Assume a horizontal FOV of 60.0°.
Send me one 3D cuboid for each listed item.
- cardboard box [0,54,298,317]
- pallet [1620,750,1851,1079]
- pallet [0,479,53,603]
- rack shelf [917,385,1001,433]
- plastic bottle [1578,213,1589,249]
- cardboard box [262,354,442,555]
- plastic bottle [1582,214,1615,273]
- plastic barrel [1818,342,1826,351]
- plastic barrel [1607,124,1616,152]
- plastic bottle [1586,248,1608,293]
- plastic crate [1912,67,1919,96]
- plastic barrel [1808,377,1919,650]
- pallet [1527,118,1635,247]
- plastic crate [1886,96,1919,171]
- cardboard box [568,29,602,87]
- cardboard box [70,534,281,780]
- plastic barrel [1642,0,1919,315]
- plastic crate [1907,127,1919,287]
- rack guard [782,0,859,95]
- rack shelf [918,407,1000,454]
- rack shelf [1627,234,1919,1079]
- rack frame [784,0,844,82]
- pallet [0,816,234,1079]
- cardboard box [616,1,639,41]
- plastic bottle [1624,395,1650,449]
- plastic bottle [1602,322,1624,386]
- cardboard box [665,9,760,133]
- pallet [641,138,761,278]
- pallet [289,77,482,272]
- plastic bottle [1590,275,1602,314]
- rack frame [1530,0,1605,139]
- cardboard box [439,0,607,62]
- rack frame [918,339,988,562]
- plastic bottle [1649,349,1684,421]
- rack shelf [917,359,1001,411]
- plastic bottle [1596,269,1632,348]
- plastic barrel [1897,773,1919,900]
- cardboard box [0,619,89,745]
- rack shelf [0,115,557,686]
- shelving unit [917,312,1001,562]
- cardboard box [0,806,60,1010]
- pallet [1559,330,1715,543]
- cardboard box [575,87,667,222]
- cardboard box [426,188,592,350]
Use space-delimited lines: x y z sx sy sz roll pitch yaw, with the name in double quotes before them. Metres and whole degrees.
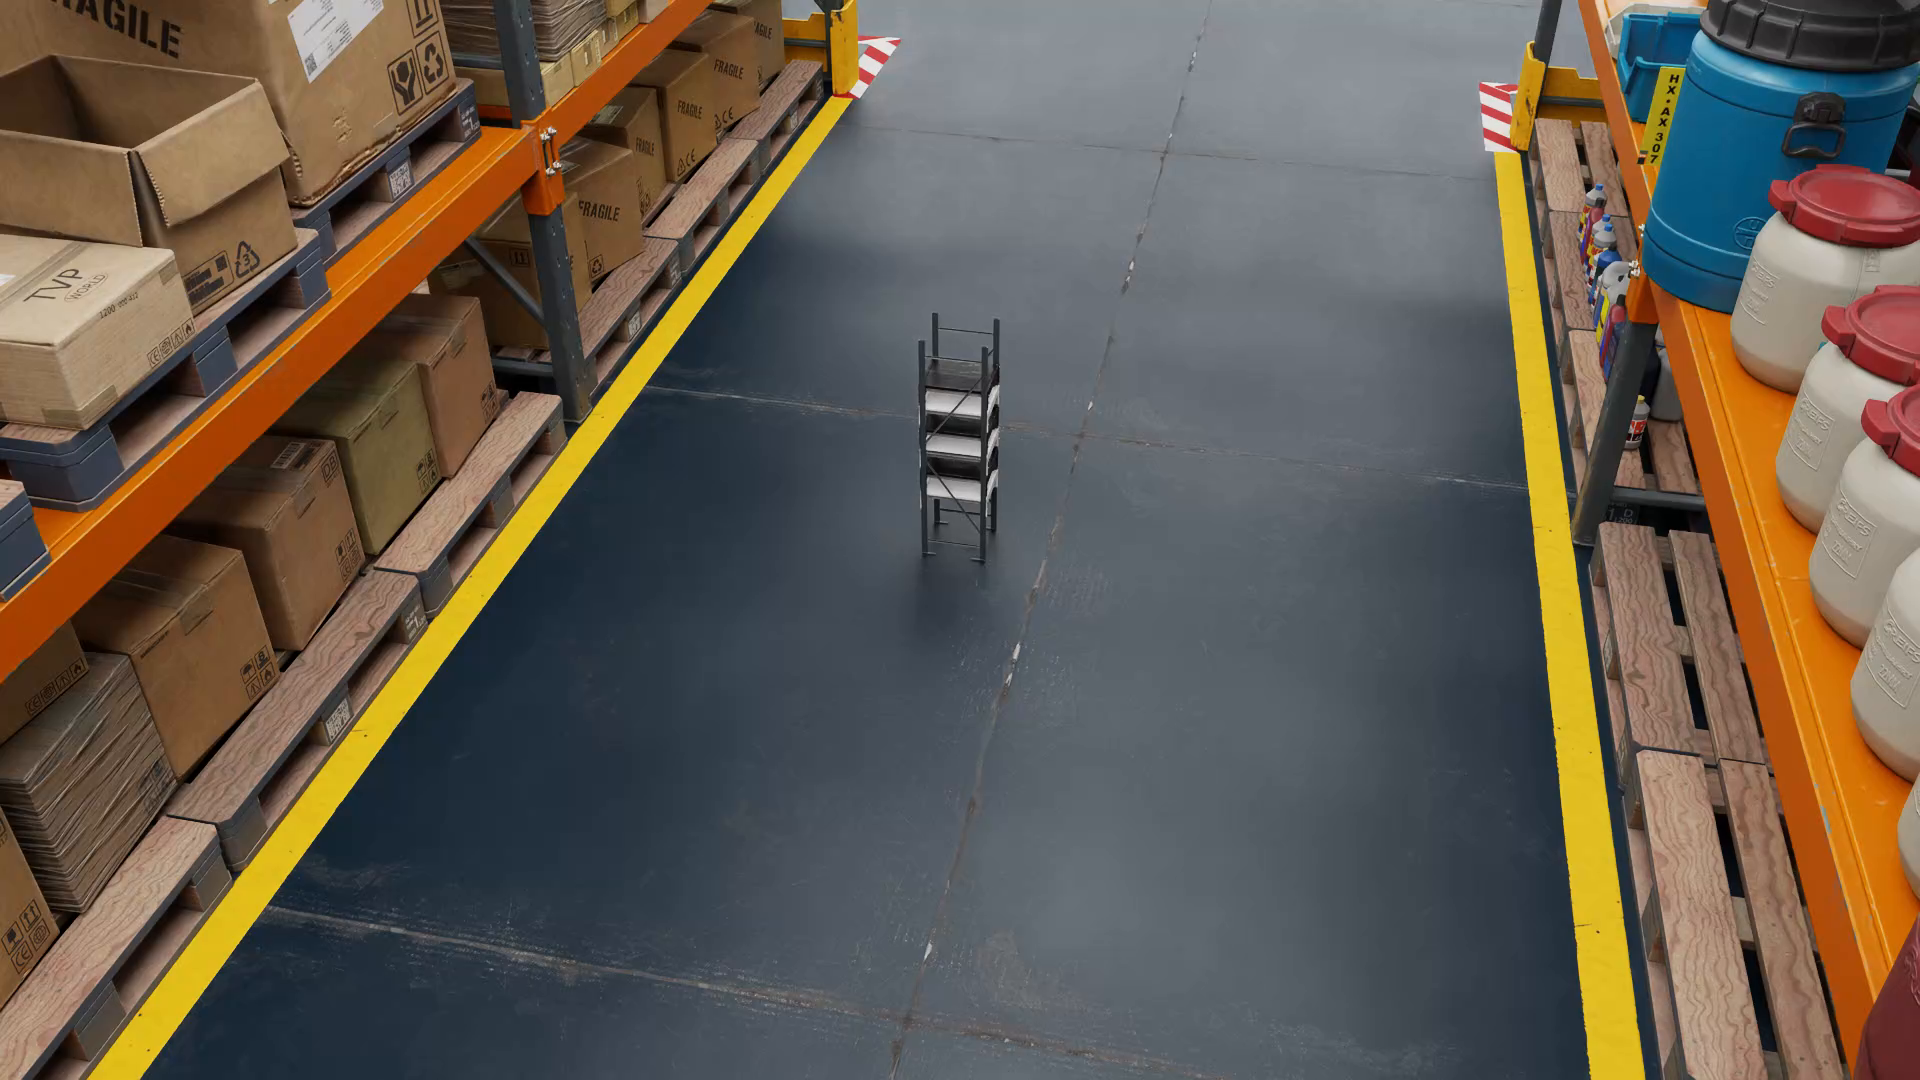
"cardboard box" -2.327 -0.992 4.617 0.797 0.503 0.637 11 37 15
"pallet" 2.403 1.121 4.523 1.003 0.211 1.213 7 37 10
"pallet" -2.853 0.163 3.632 1.213 0.211 1.003 7 37 10
"rack shelf" -0.002 -0.478 5.893 0.258 0.077 0.200 7 37 10
"plastic bottle" 2.932 -1.443 7.695 0.097 0.201 0.097 0 36 0
"cardboard box" -2.319 -0.331 5.906 0.700 0.500 0.500 7 37 10
"plastic bottle" 2.881 -1.334 7.485 0.097 0.271 0.097 0 36 0
"plastic barrel" 2.359 -0.369 4.321 0.301 0.262 0.301 0 36 0
"plastic barrel" 3.580 -2.234 8.538 0.421 0.512 0.421 0 36 0
"plastic bottle" 2.839 -1.192 7.348 0.097 0.201 0.097 0 36 0
"plastic crate" 3.357 -1.822 6.388 0.450 0.188 0.662 7 37 10
"plastic barrel" 2.124 -0.030 3.620 0.433 0.535 0.433 0 36 0
"pallet" 3.497 -1.814 8.573 1.003 0.211 1.213 7 37 10
"plastic crate" 3.028 -1.424 5.711 0.767 0.338 0.504 7 37 10
"cardboard box" -1.641 -1.911 6.545 0.380 0.149 0.250 7 37 10
"cardboard box" -2.557 0.310 5.022 0.700 0.500 0.500 10 37 14
"plastic barrel" 2.413 -1.184 4.901 0.600 0.901 0.708 7 37 10
"plastic crate" 2.987 -0.875 4.846 0.402 0.464 0.583 7 37 10
"rack guard" -1.209 -3.023 9.995 1.175 0.500 0.348 7 37 10
"rack shelf" -0.002 -0.406 5.946 0.258 0.077 0.200 7 37 10
"rack shelf" 2.364 0.273 3.930 1.077 0.370 4.000 7 37 10
"rack frame" -1.193 -4.079 9.322 1.000 3.000 0.127 7 37 10
"pallet" -2.733 1.189 4.430 1.003 0.211 1.213 7 37 10
"cardboard box" -1.571 -2.202 6.947 0.380 0.149 0.250 7 37 10
"plastic bottle" 2.565 -0.457 6.334 0.097 0.201 0.097 0 36 0
"plastic bottle" 2.689 -0.786 6.660 0.144 0.351 0.185 6 36 8
"cardboard box" -1.437 -2.534 8.962 0.500 0.500 0.500 17 39 22
"pallet" -1.680 -1.747 8.481 1.003 0.211 1.213 7 37 10
"pallet" -2.352 -1.288 5.634 1.003 0.211 1.213 7 37 10
"plastic bottle" 2.795 -1.074 7.186 0.097 0.201 0.097 0 36 0
"rack frame" 3.646 -3.458 8.465 1.000 3.000 0.127 7 37 10
"cardboard box" -1.891 -2.197 6.386 0.875 0.500 0.500 7 37 10
"rack frame" -0.023 -0.301 5.899 0.240 0.900 0.006 7 37 10
"plastic bottle" 2.788 -0.657 6.483 0.144 0.351 0.185 7 37 10
"rack shelf" -0.002 -0.551 5.841 0.258 0.077 0.200 7 37 10
"plastic bottle" 2.758 -0.971 6.916 0.144 0.351 0.185 7 37 10
"plastic barrel" 1.948 0.467 2.955 0.421 0.512 0.421 0 36 0
"cardboard box" -2.684 0.345 4.334 0.500 0.250 0.500 11 37 15
"rack shelf" -2.474 -0.348 4.787 1.077 0.370 4.000 7 37 10
"shelving unit" -0.002 -0.360 5.980 0.258 0.900 0.210 7 37 10
"cardboard box" -2.778 0.955 4.131 0.700 0.500 0.500 5 36 8
"pallet" 2.976 -0.415 6.643 1.003 0.211 1.213 7 37 10
"cardboard box" -1.752 -1.863 8.036 0.500 0.500 0.500 4 36 6
"cardboard box" -1.923 -1.168 7.077 0.500 0.500 0.500 6 36 9
